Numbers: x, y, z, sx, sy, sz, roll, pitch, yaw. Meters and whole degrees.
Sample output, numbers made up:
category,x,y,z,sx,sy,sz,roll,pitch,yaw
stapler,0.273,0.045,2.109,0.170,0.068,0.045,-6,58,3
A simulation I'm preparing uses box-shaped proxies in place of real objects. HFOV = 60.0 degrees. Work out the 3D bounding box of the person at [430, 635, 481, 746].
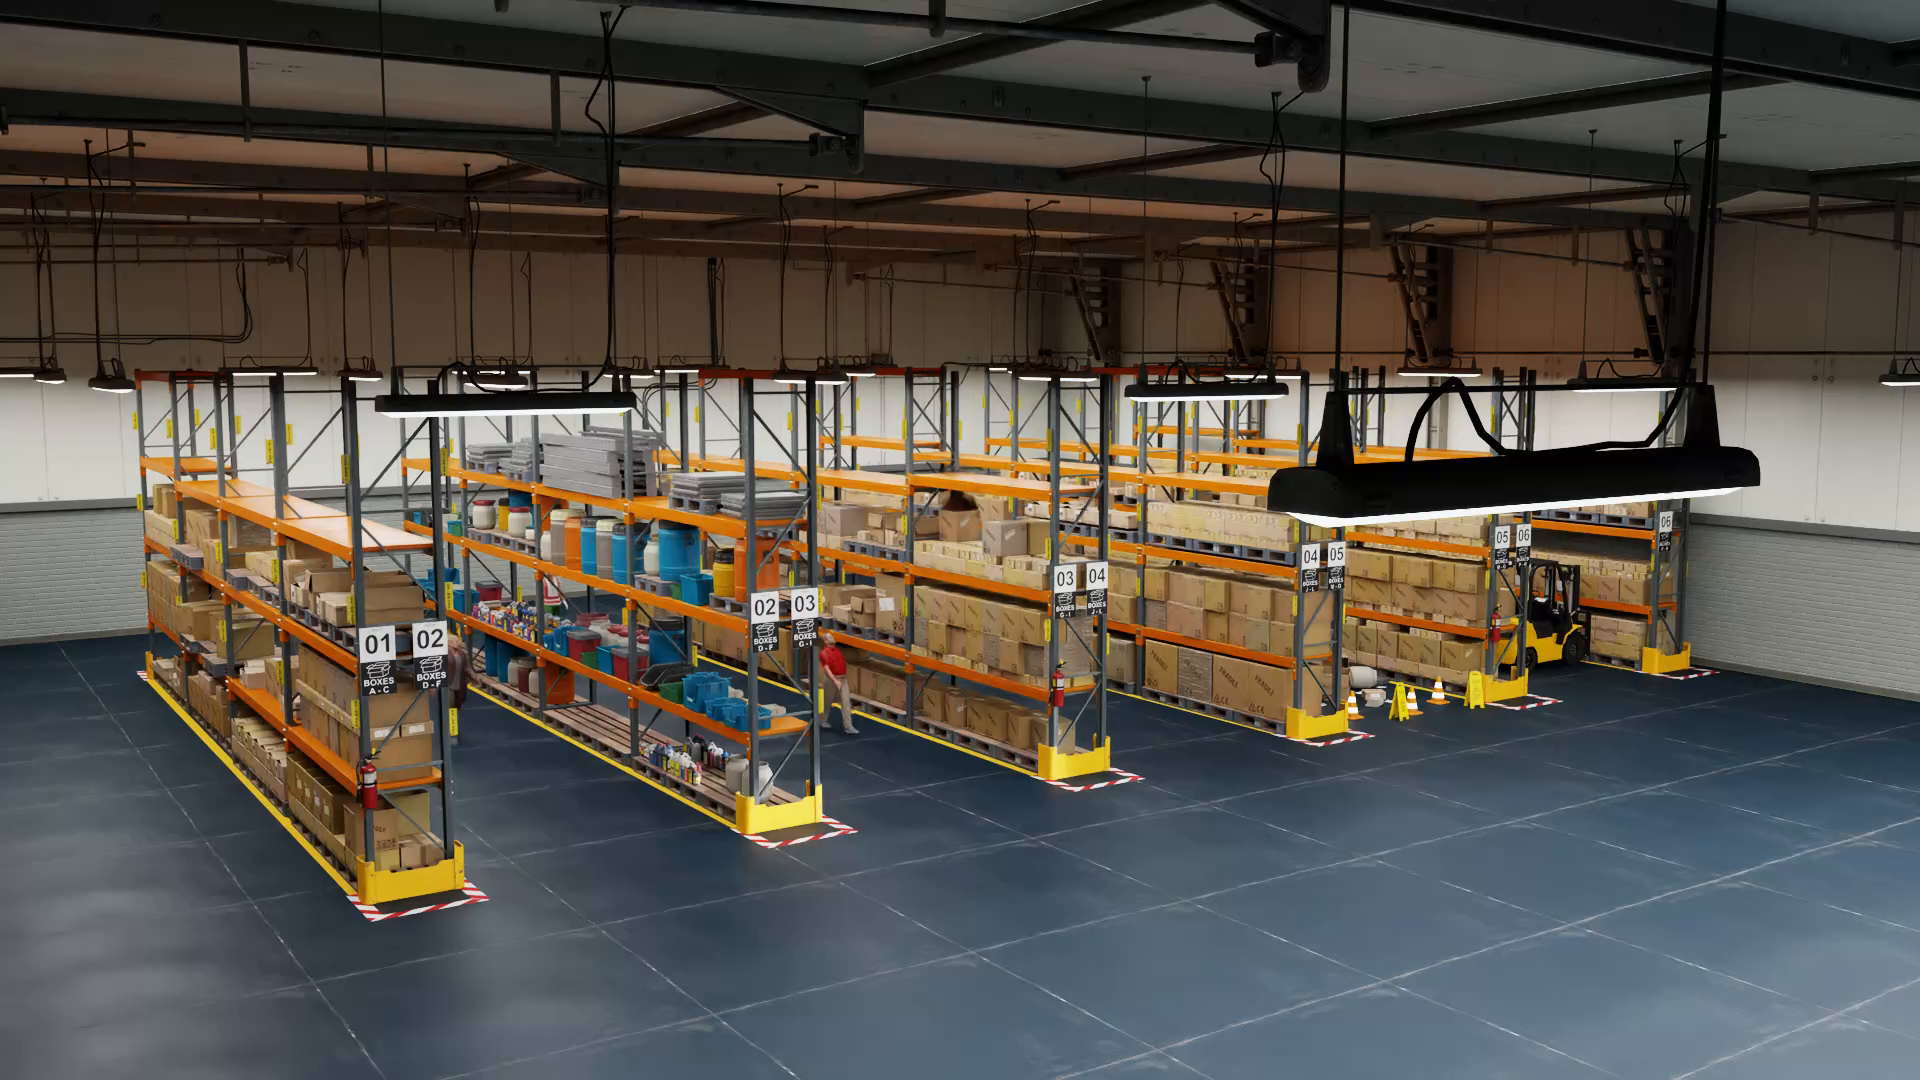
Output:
category,x,y,z,sx,sy,sz,roll,pitch,yaw
person,-8.282,2.446,27.159,0.775,1.815,0.936,-4,8,-32

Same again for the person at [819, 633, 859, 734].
category,x,y,z,sx,sy,sz,roll,pitch,yaw
person,-2.074,2.378,27.694,0.524,1.648,0.979,-4,8,-33

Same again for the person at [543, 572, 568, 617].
category,x,y,z,sx,sy,sz,roll,pitch,yaw
person,-8.782,1.401,35.858,0.598,1.731,1.063,-4,8,-35
